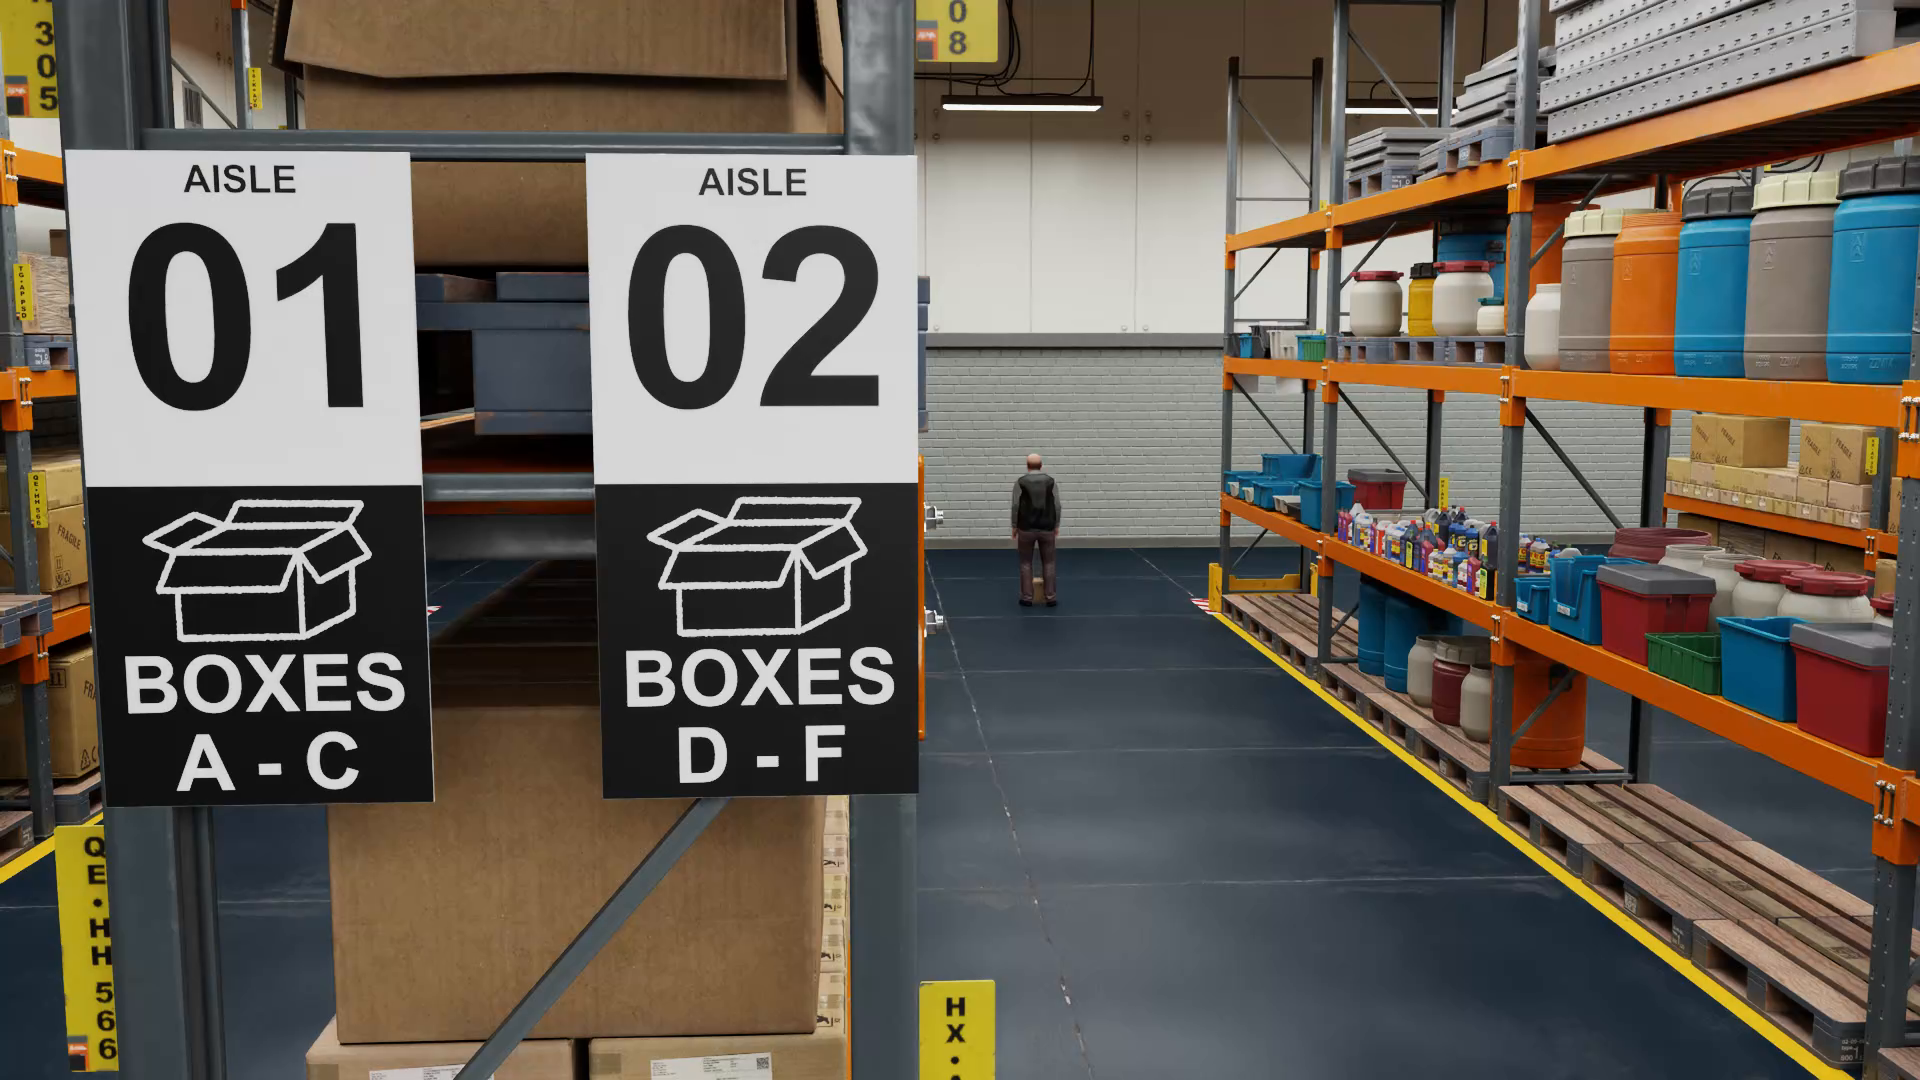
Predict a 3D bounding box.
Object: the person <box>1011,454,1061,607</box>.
[{"bbox_3d":[0.853,-0.111,18.771,0.572,1.720,0.474,-1,7,-6],"label":"person"}]
